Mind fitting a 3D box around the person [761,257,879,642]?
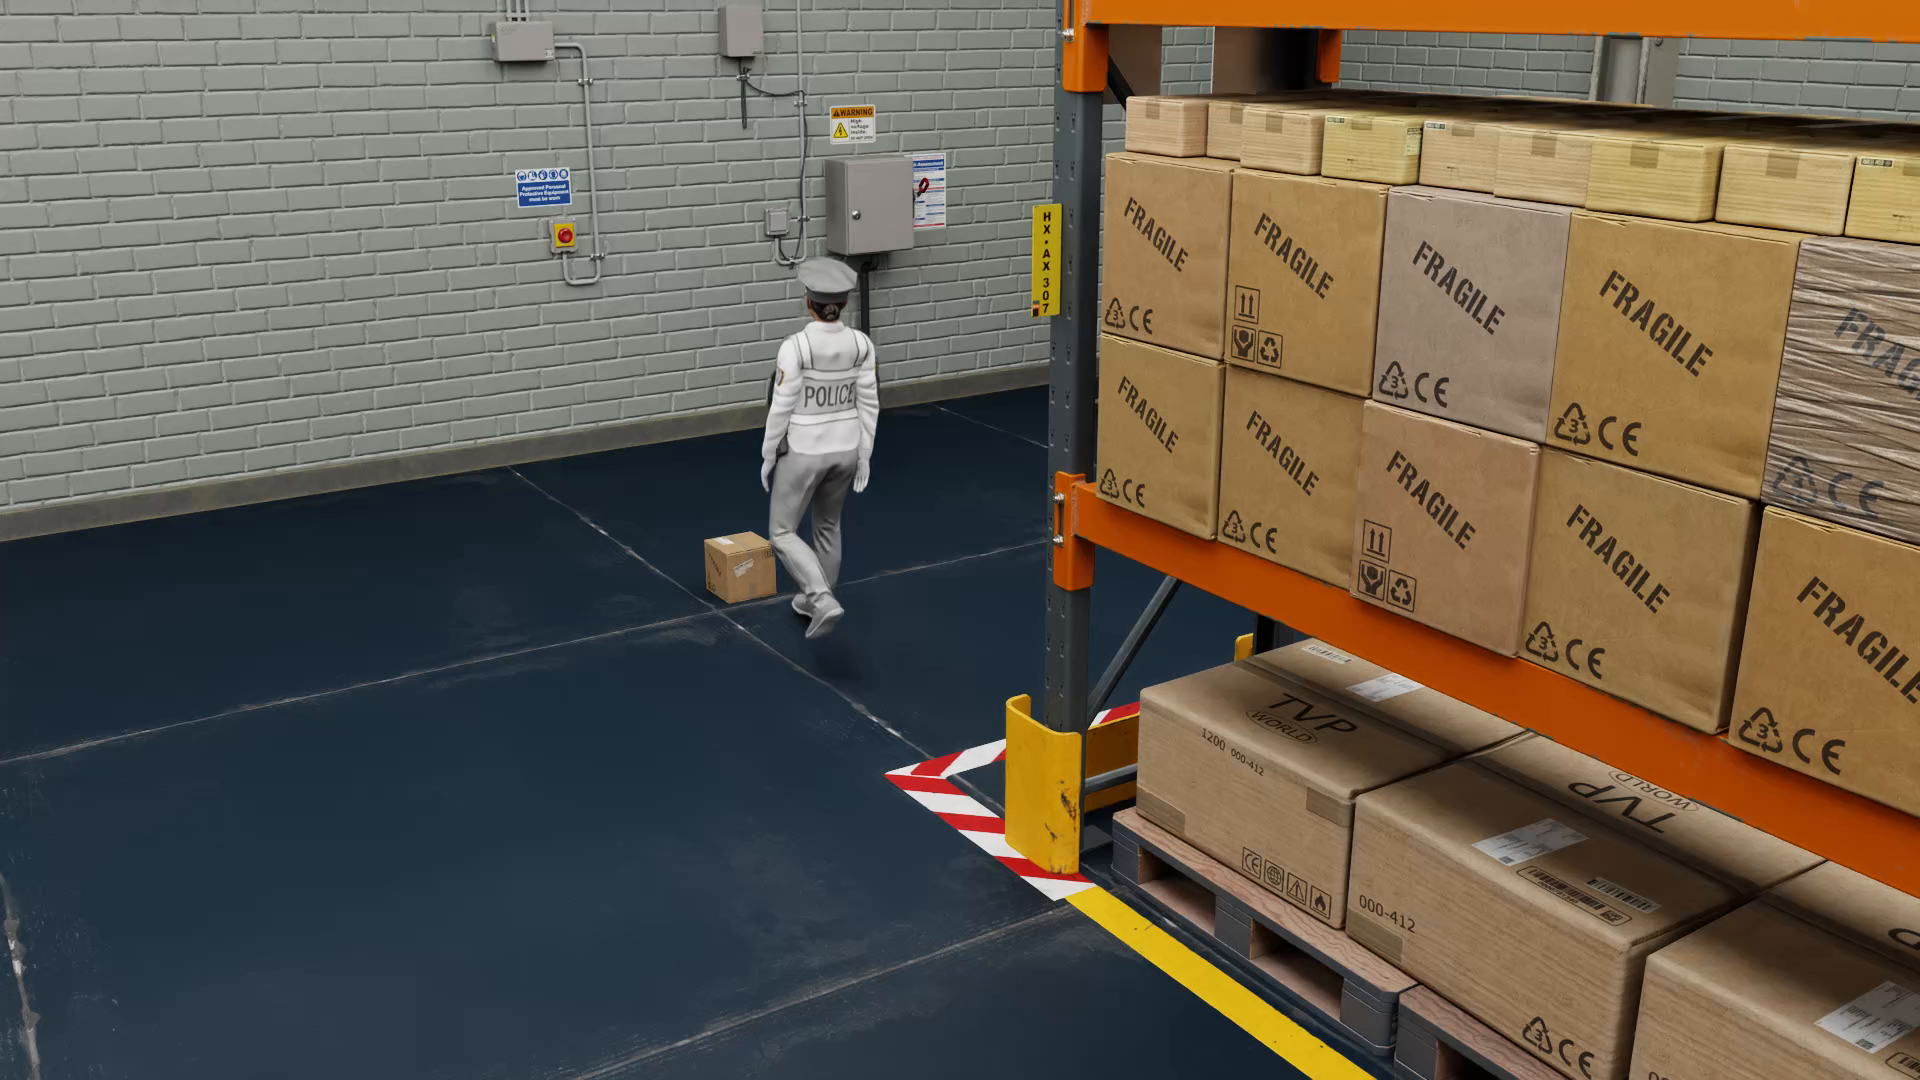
[{"bbox_3d":[-0.612,-0.376,7.115,0.489,1.666,0.754,-13,22,-33],"label":"person"}]
